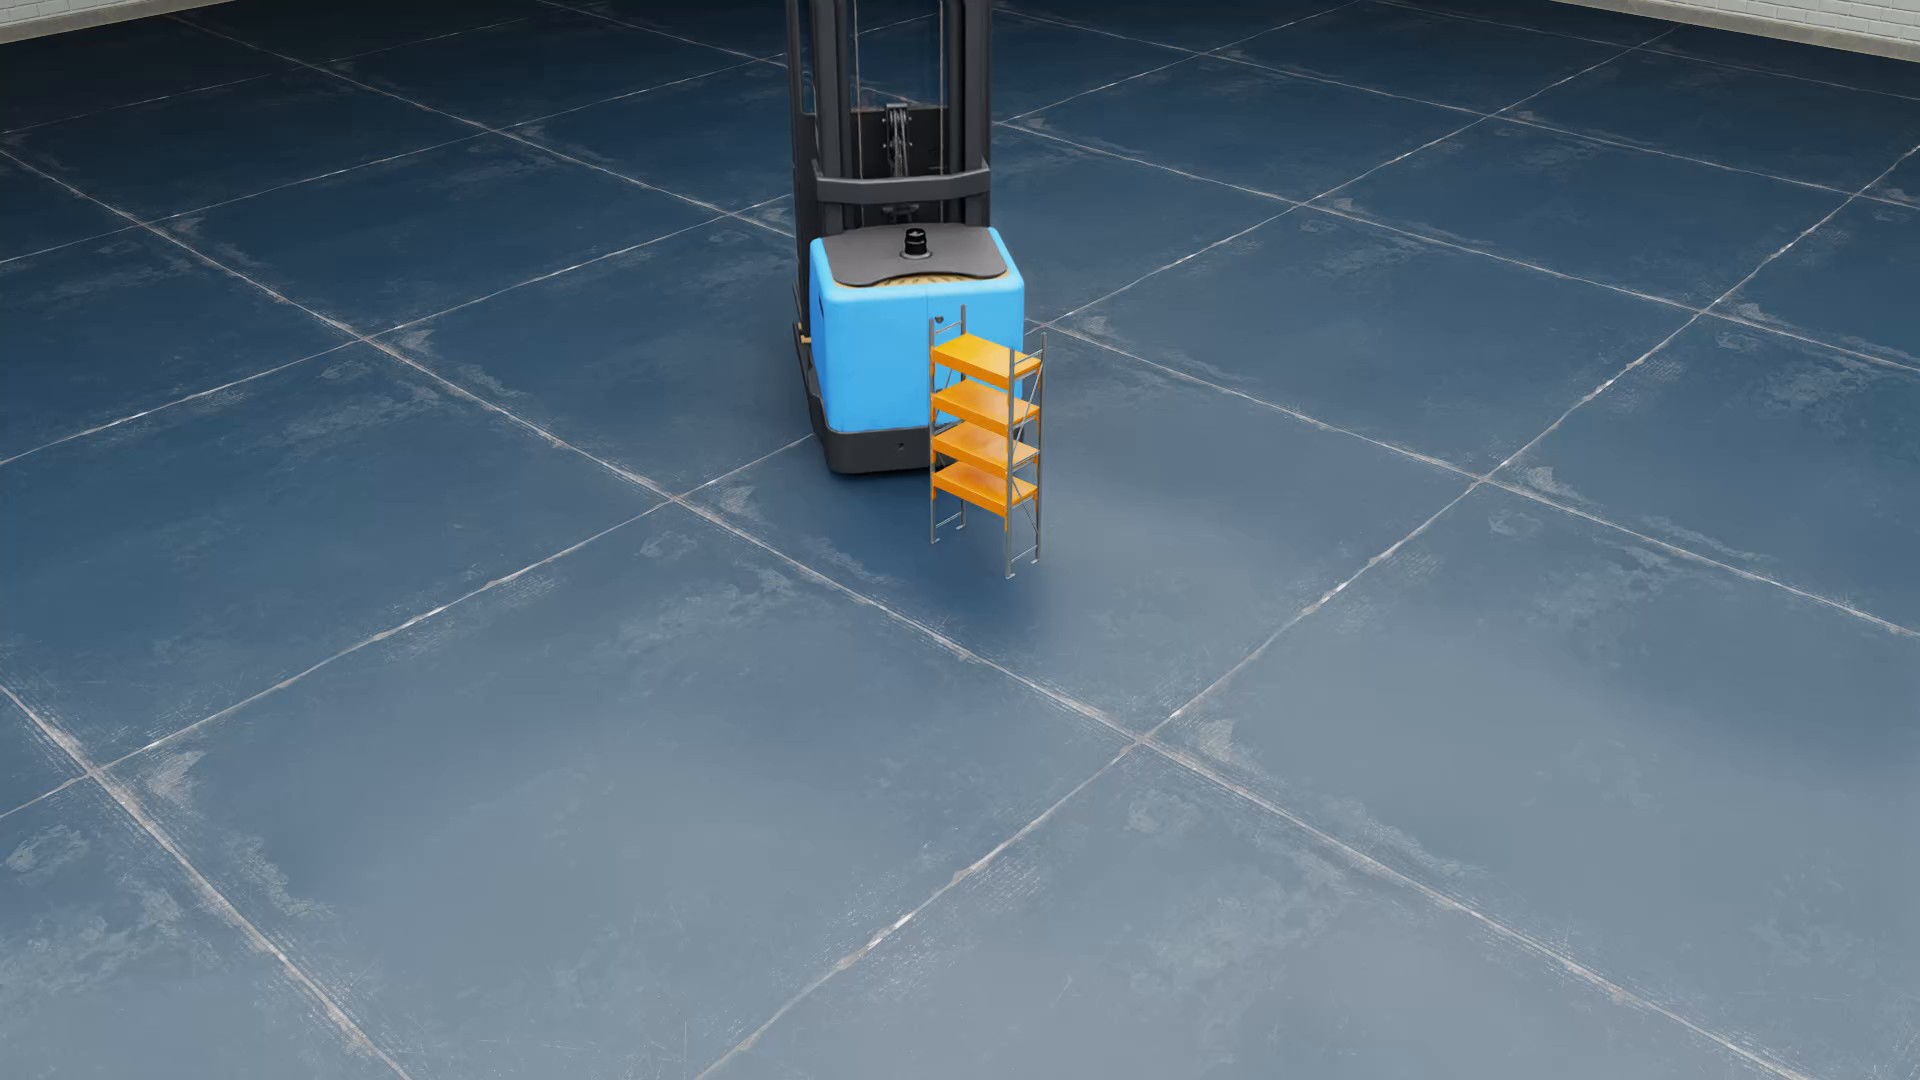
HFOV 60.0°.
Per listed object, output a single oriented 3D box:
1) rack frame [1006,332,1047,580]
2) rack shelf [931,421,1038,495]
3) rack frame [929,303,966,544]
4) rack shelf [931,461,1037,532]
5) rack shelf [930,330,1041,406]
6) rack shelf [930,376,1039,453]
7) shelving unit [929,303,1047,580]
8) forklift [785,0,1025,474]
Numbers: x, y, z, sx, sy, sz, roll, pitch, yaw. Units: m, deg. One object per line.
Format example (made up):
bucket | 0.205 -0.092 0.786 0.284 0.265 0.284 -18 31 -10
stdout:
rack frame | 0.304 -0.372 7.705 0.015 1.200 0.240 25 39 35
rack shelf | 0.123 -0.399 7.880 0.480 0.148 0.258 25 39 35
rack frame | -0.058 -0.541 7.986 0.015 1.200 0.240 25 39 35
rack shelf | 0.123 -0.229 7.982 0.480 0.148 0.258 25 39 35
rack shelf | 0.123 -0.793 7.643 0.480 0.148 0.258 25 39 35
rack shelf | 0.123 -0.591 7.765 0.480 0.148 0.258 25 39 35
shelving unit | 0.123 -0.457 7.845 0.503 1.200 0.258 25 39 35
forklift | -0.416 -2.347 9.306 1.130 2.935 3.031 -5 31 -8
